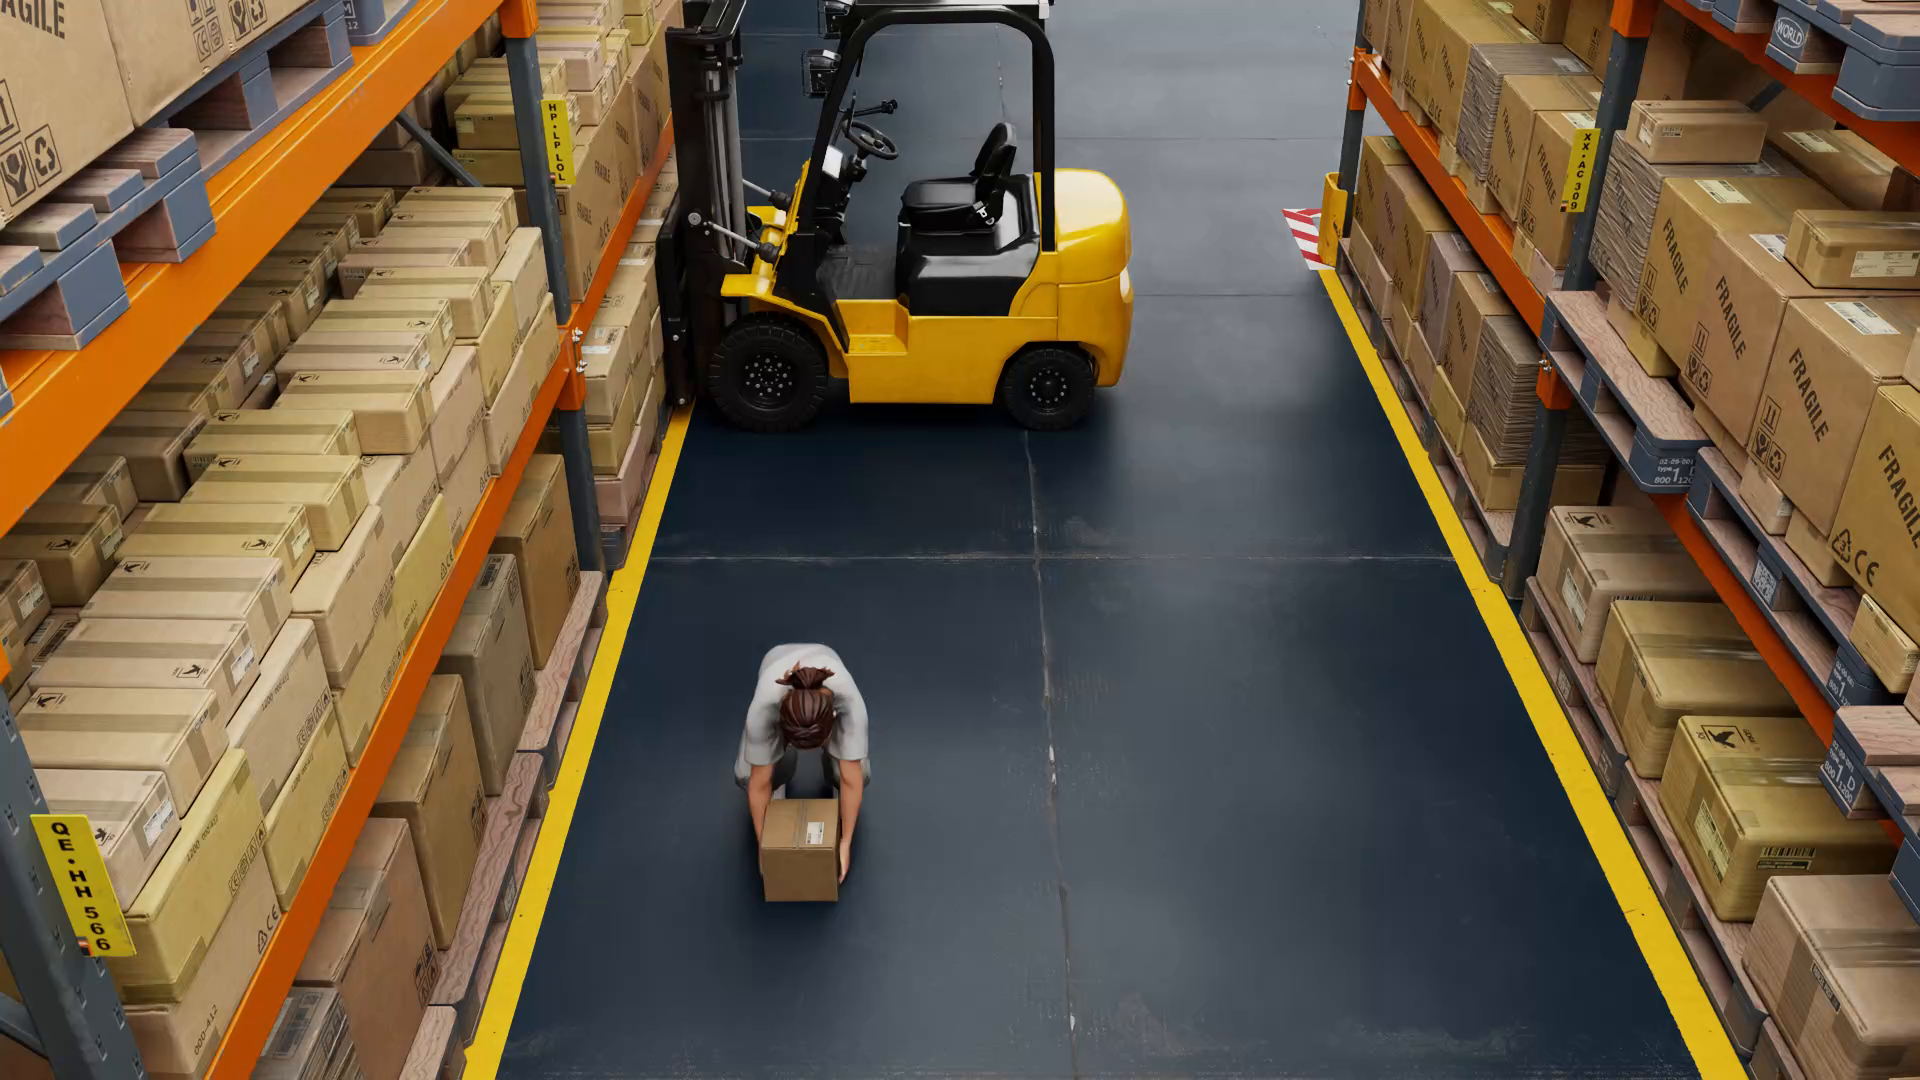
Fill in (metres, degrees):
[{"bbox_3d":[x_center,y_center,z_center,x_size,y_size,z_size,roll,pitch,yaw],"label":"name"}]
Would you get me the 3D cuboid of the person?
[{"bbox_3d":[-0.554,0.685,5.892,0.482,0.804,0.807,0,32,0],"label":"person"}]
